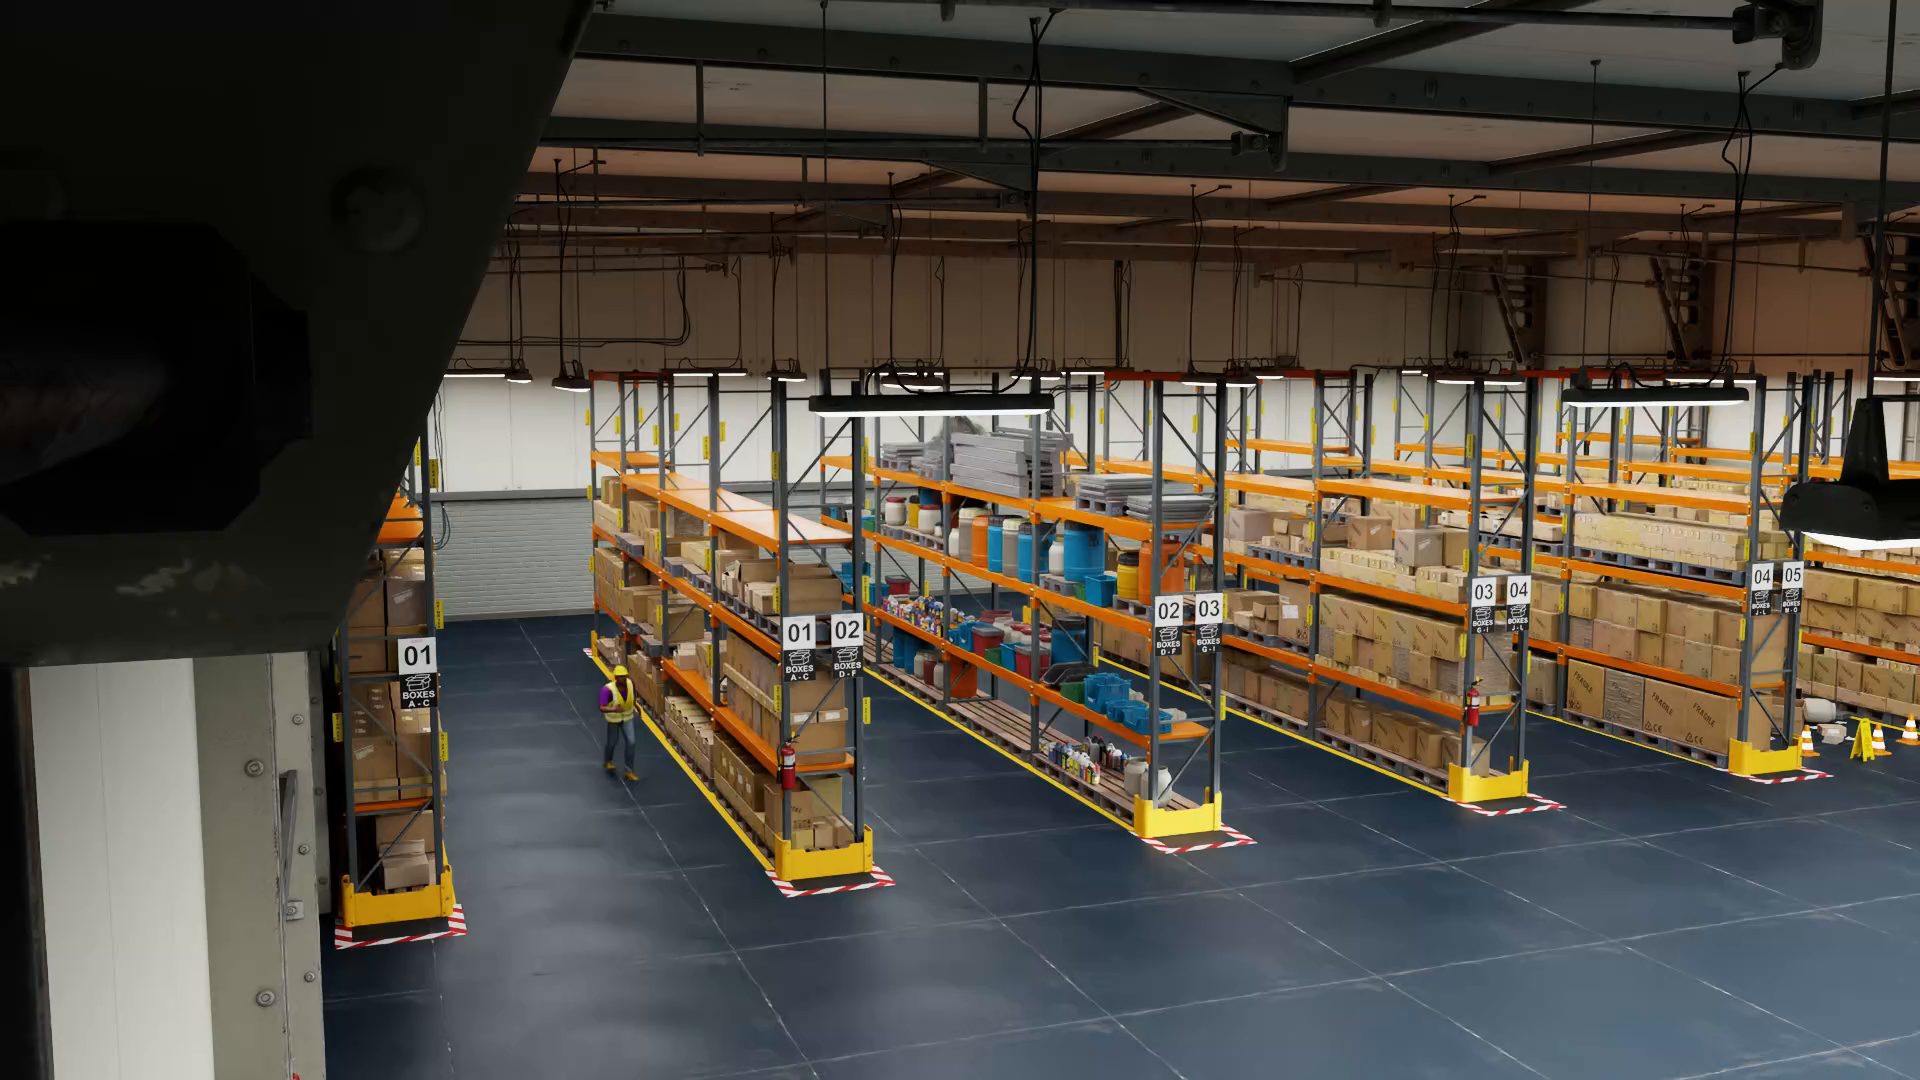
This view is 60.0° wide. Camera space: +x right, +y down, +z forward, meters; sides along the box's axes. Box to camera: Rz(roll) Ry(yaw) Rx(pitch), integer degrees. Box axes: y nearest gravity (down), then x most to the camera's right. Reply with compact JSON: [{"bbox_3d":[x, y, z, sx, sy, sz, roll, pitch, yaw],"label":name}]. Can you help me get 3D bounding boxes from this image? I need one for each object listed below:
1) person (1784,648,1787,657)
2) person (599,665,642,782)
[{"bbox_3d":[16.454,1.706,33.803,0.660,1.693,0.926,-3,7,-23],"label":"person"},{"bbox_3d":[-5.089,2.699,24.855,0.715,1.734,0.983,-4,7,-29],"label":"person"}]
